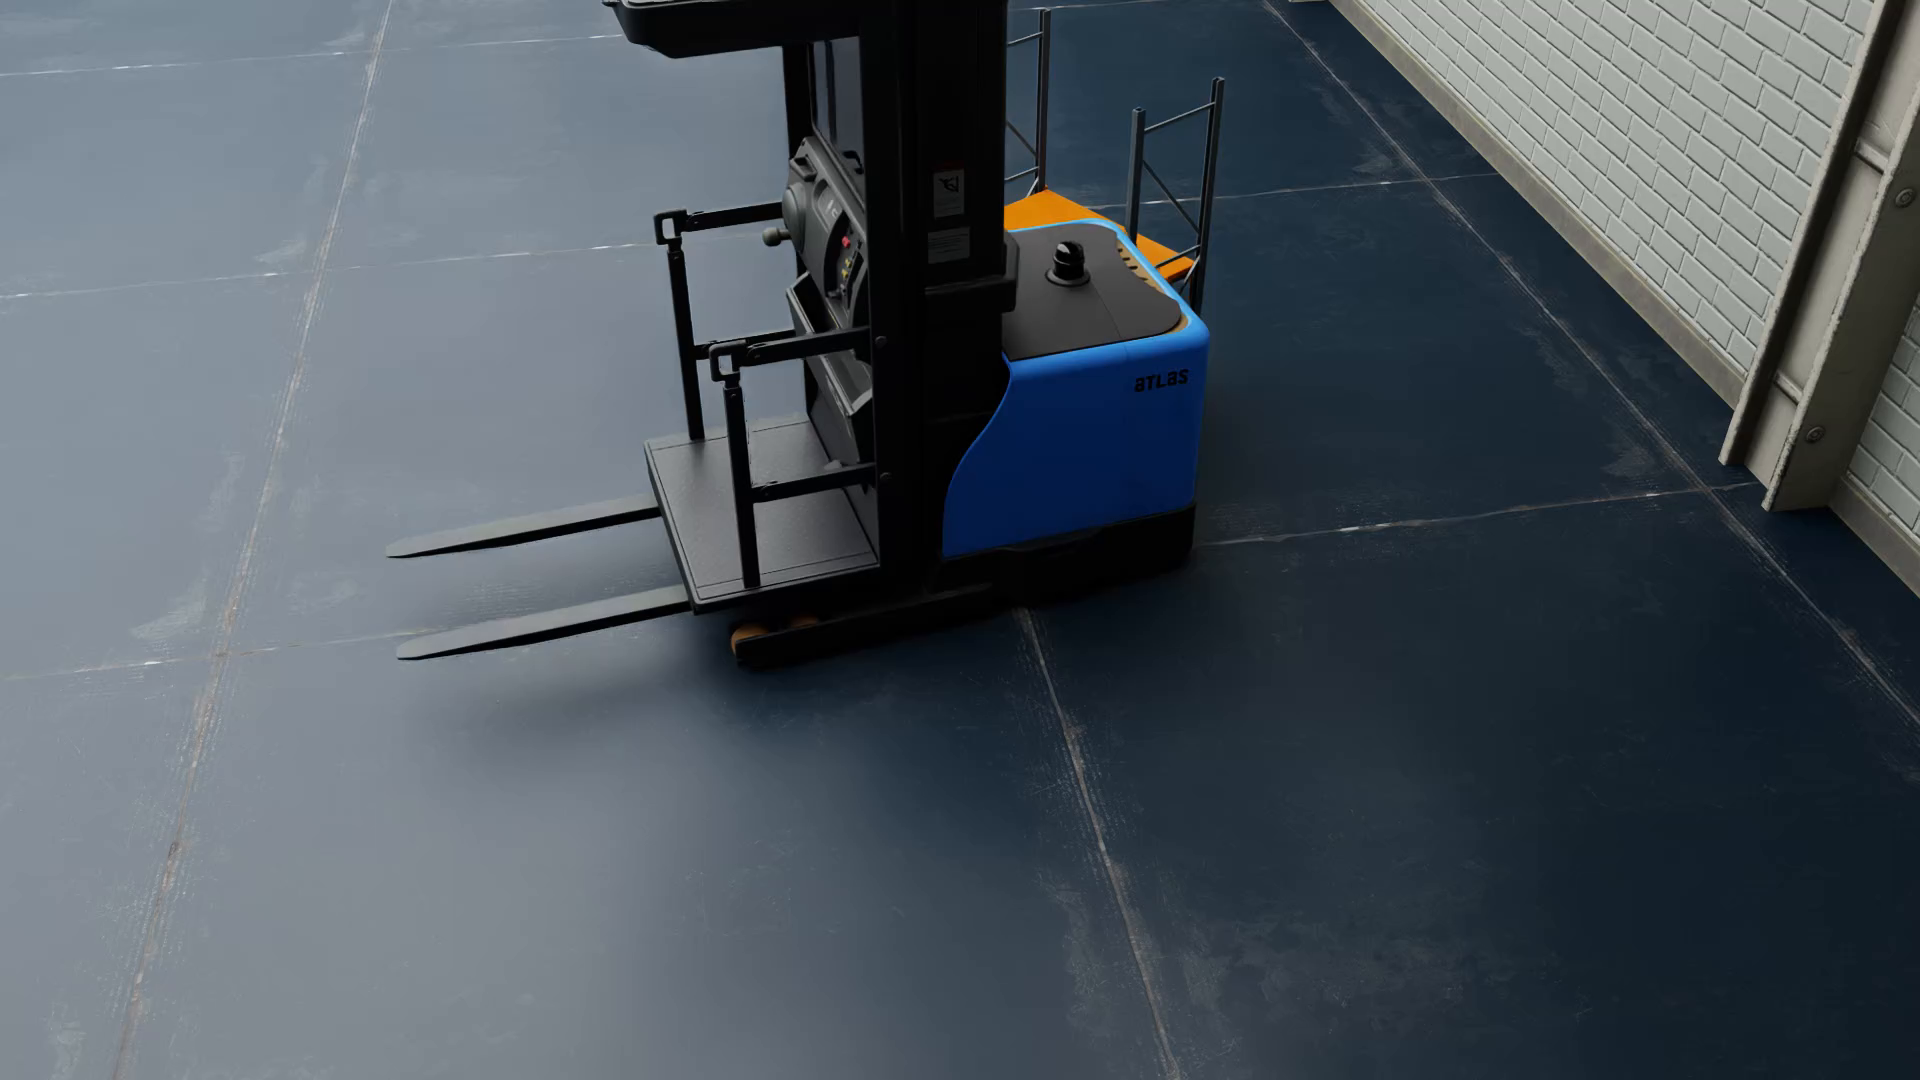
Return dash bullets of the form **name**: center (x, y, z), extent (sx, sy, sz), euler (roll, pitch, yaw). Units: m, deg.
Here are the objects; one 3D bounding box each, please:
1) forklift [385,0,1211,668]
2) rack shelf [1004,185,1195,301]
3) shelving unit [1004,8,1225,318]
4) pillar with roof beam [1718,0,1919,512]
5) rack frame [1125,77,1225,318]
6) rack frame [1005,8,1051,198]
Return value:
- **forklift**: center (-0.652, -1.053, 5.717), extent (3.031, 2.935, 1.130), euler (-12, 39, -15)
- **rack shelf**: center (0.535, -1.264, 7.448), extent (0.538, 0.185, 1.000), euler (-28, 46, -31)
- **shelving unit**: center (0.529, -1.411, 7.343), extent (0.587, 1.500, 1.083), euler (-28, 46, -31)
- **pillar with roof beam**: center (-0.770, -3.342, 3.717), extent (9.100, 9.000, 0.400), euler (-6, 38, -8)
- **rack frame**: center (0.869, -1.171, 7.035), extent (0.500, 1.500, 0.032), euler (-28, 46, -31)
- **rack frame**: center (0.201, -1.642, 7.641), extent (0.500, 1.500, 0.032), euler (-28, 46, -31)
